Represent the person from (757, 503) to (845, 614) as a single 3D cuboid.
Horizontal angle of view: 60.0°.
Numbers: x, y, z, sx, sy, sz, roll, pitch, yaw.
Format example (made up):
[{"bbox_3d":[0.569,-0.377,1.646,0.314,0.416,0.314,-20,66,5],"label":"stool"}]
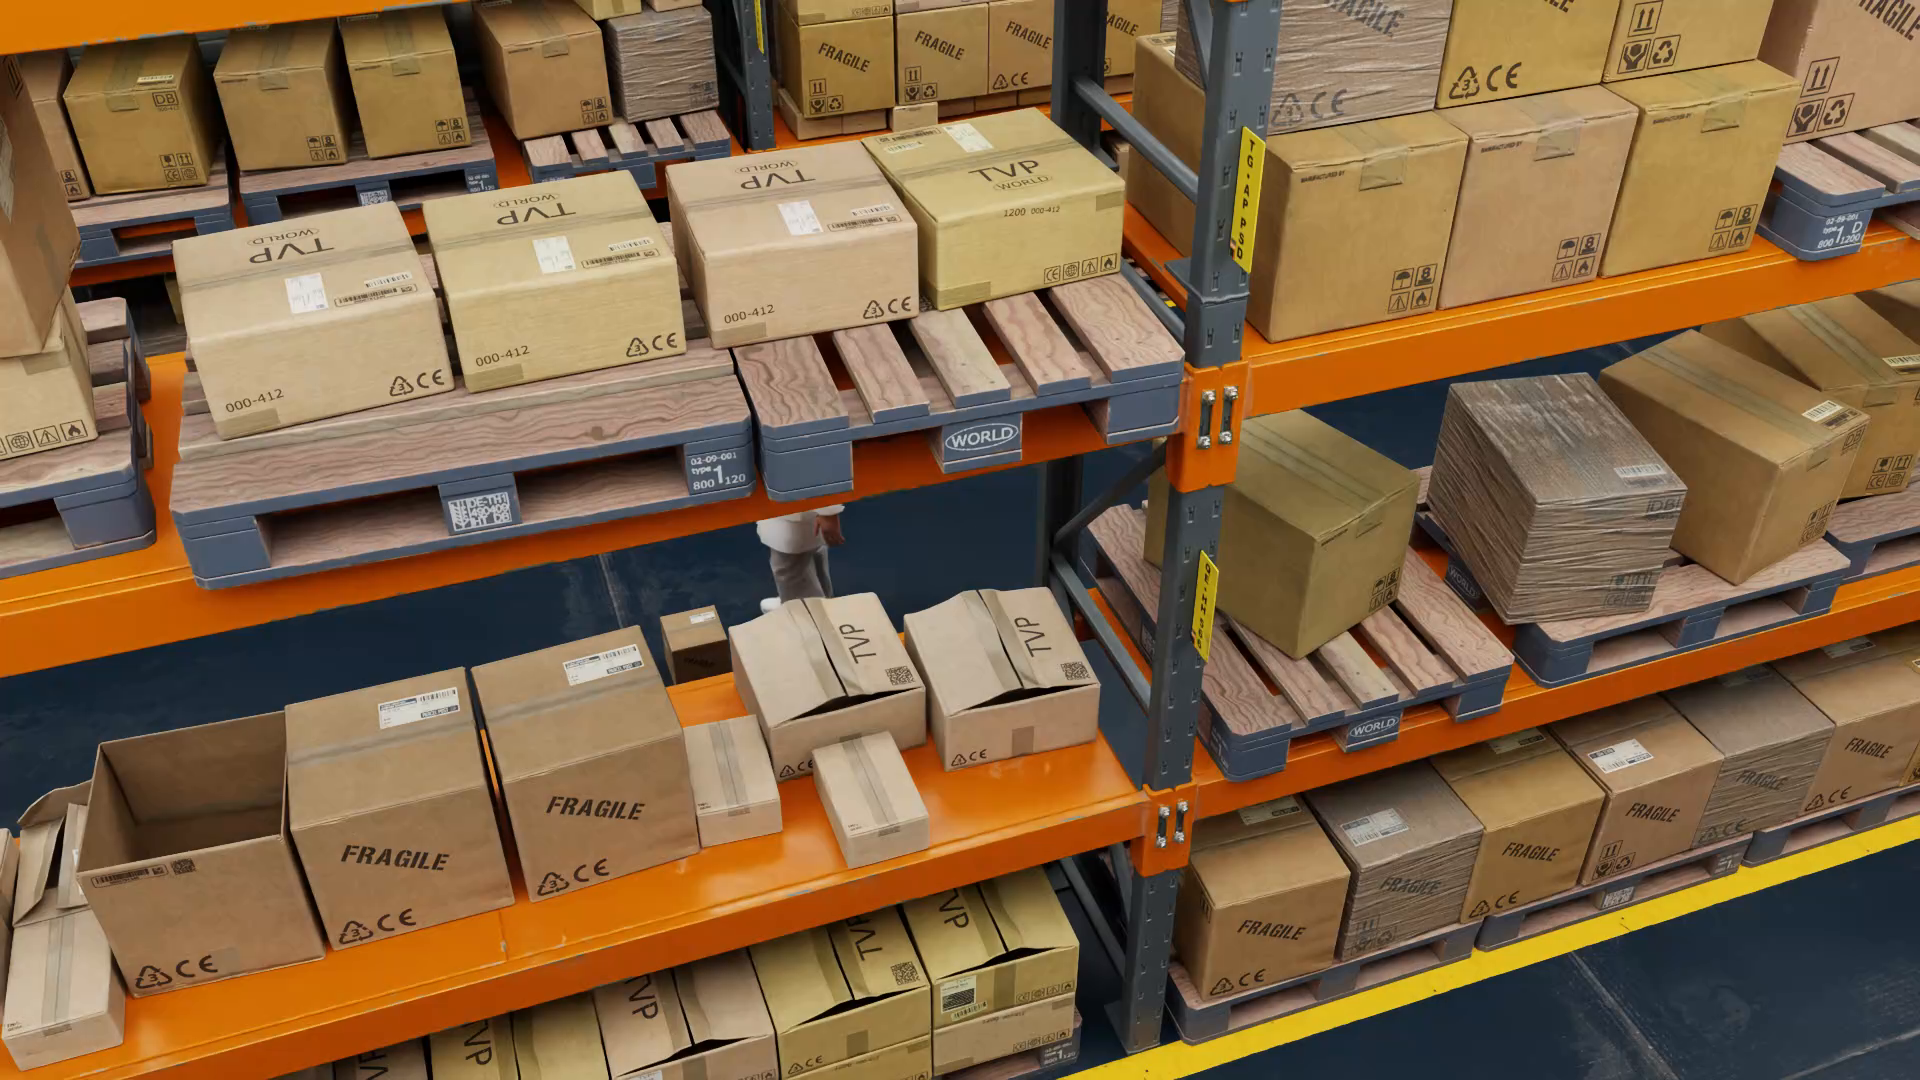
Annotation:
[{"bbox_3d":[-0.709,-0.242,7.124,0.418,1.823,0.710,-3,37,-4],"label":"person"}]
